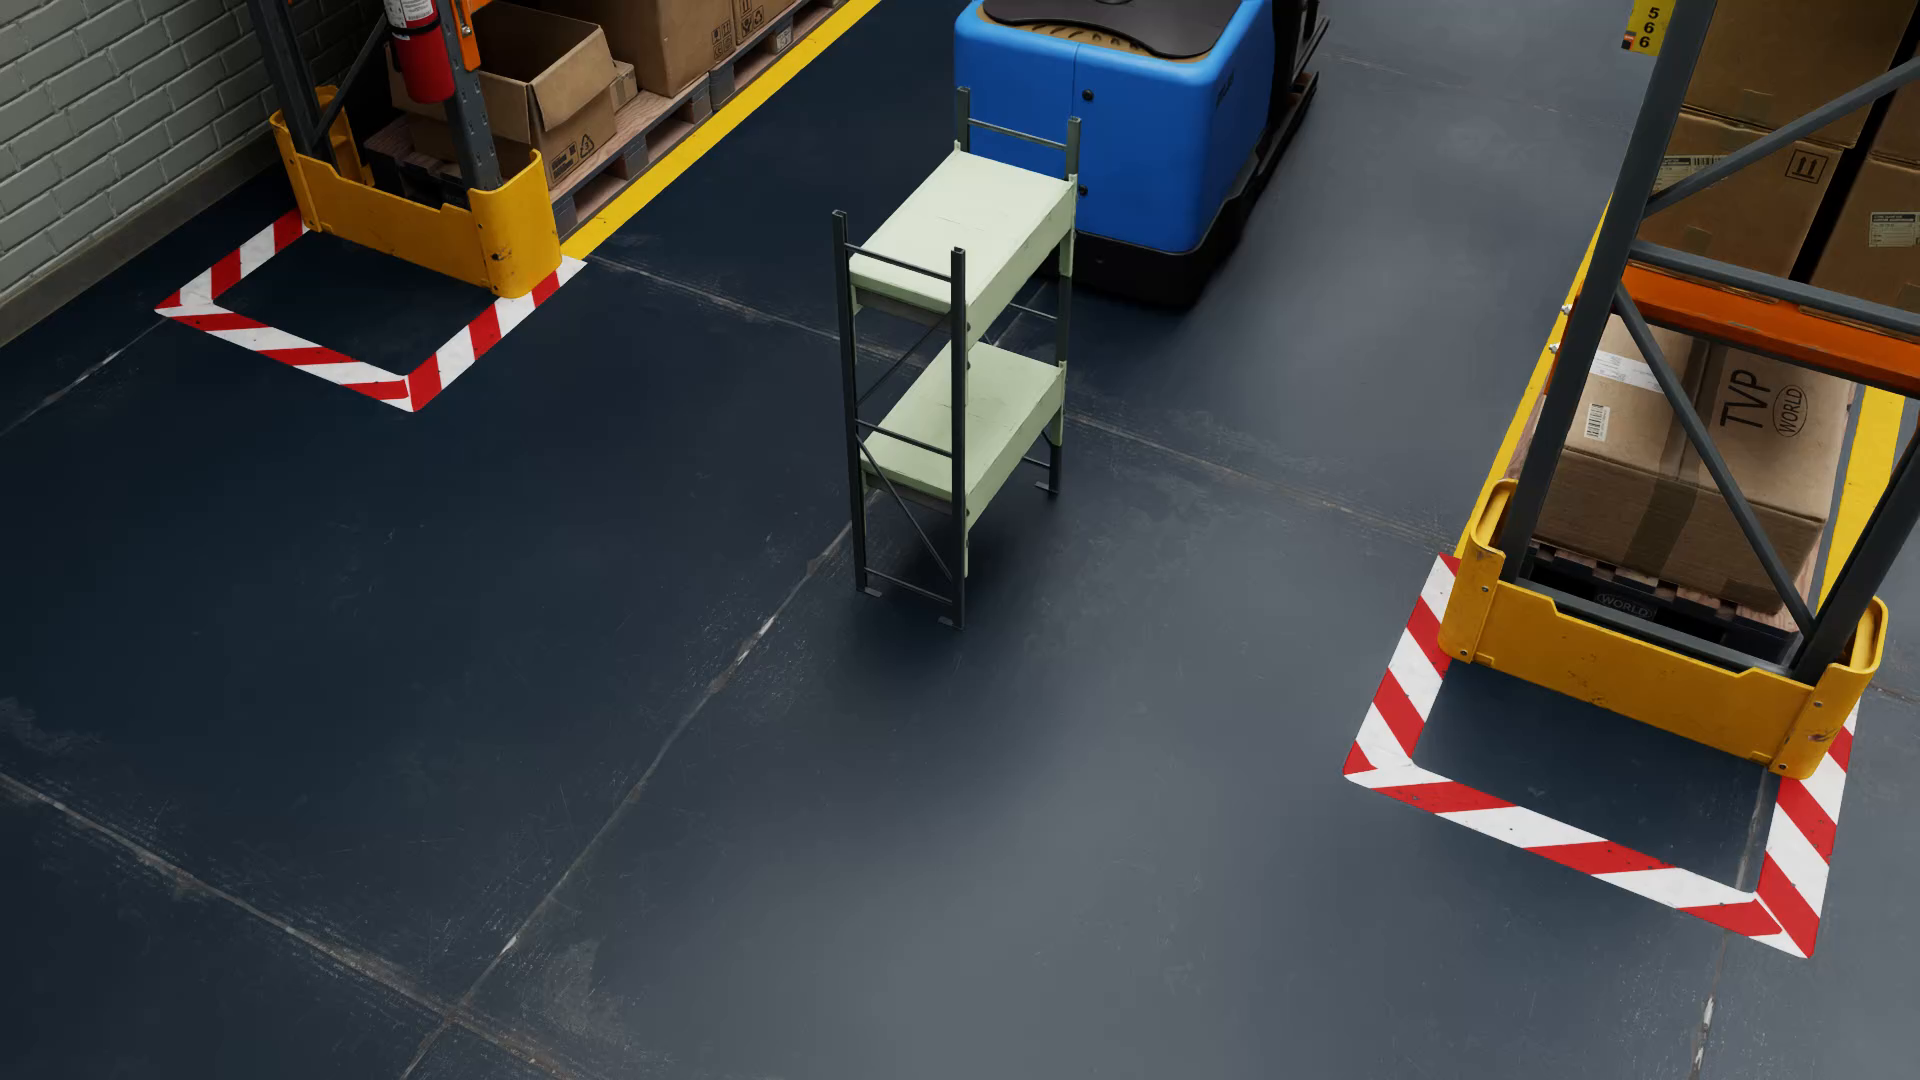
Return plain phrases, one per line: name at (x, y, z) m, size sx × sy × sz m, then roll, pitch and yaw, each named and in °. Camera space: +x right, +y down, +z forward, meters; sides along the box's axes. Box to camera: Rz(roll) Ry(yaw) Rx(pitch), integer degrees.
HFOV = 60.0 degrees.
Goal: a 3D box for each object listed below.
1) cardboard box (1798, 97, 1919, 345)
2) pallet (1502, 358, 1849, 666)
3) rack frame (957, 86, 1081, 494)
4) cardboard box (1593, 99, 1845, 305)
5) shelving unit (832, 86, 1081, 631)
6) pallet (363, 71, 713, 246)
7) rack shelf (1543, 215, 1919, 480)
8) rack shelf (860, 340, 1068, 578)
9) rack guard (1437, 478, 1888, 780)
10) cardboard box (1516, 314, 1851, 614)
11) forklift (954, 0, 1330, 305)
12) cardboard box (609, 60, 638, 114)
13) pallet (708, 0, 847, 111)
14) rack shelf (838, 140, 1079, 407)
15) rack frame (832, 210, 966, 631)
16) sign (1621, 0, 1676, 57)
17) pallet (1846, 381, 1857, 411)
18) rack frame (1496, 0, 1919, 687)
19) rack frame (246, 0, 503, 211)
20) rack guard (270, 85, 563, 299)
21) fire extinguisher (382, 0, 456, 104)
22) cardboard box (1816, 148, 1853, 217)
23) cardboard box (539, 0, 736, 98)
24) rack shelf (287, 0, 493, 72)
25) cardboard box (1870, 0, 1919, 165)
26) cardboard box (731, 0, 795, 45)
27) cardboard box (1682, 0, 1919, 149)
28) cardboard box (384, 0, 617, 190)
cardboard box at (2.618, -0.871, 4.431) m, size 0.500 × 0.500 × 0.500 m, roll 20°, pitch 49°, yaw 19°
pallet at (2.443, -0.177, 5.777) m, size 1.003 × 0.211 × 1.213 m, roll 20°, pitch 49°, yaw 19°
rack frame at (0.173, -0.762, 5.449) m, size 0.400 × 1.500 × 0.023 m, roll 20°, pitch 49°, yaw 19°
cardboard box at (2.130, -1.054, 4.613) m, size 0.500 × 0.500 × 0.500 m, roll 21°, pitch 49°, yaw 19°
shelving unit at (0.003, -0.531, 5.221) m, size 0.431 × 1.500 × 0.755 m, roll 20°, pitch 49°, yaw 19°
pallet at (-1.853, -1.834, 7.415) m, size 1.003 × 0.211 × 1.213 m, roll 20°, pitch 49°, yaw 19°
rack shelf at (3.069, -1.635, 5.763) m, size 1.077 × 0.370 × 4.000 m, roll 20°, pitch 49°, yaw 19°
rack shelf at (0.003, -0.302, 5.453) m, size 0.431 × 0.370 × 0.720 m, roll 20°, pitch 49°, yaw 19°
rack guard at (2.130, 0.266, 5.136) m, size 1.175 × 0.500 × 0.348 m, roll 20°, pitch 49°, yaw 19°
cardboard box at (2.359, -0.324, 5.467) m, size 0.875 × 0.438 × 0.875 m, roll 19°, pitch 48°, yaw 18°
forklift at (1.012, -3.020, 6.674) m, size 1.130 × 2.935 × 3.031 m, roll 17°, pitch 48°, yaw 16°
cardboard box at (-1.658, -2.019, 7.345) m, size 0.380 × 0.149 × 0.250 m, roll 19°, pitch 48°, yaw 18°
pallet at (-1.285, -2.600, 8.171) m, size 1.003 × 0.211 × 1.213 m, roll 20°, pitch 49°, yaw 19°
rack shelf at (0.003, -0.806, 4.943) m, size 0.431 × 0.370 × 0.720 m, roll 20°, pitch 49°, yaw 19°
rack frame at (-0.167, -0.301, 4.993) m, size 0.400 × 1.500 × 0.023 m, roll 20°, pitch 49°, yaw 19°
sign at (1.667, -1.306, 3.951) m, size 0.100 × 0.325 × 0.005 m, roll 20°, pitch 49°, yaw 19°
pallet at (3.010, -0.943, 6.533) m, size 1.003 × 0.211 × 1.213 m, roll 20°, pitch 49°, yaw 19°
rack frame at (2.141, -0.628, 4.261) m, size 1.000 × 3.000 × 0.127 m, roll 20°, pitch 49°, yaw 19°
rack frame at (-2.257, -2.264, 5.879) m, size 1.000 × 3.000 × 0.127 m, roll 20°, pitch 49°, yaw 19°
rack guard at (-2.222, -1.433, 6.815) m, size 1.175 × 0.500 × 0.348 m, roll 20°, pitch 49°, yaw 19°
fire extinguisher at (-1.916, -1.861, 5.797) m, size 0.296 × 0.674 × 0.183 m, roll 20°, pitch 49°, yaw 19°
cardboard box at (2.828, -1.198, 4.755) m, size 0.500 × 0.500 × 0.500 m, roll 20°, pitch 49°, yaw 19°
cardboard box at (-1.458, -2.413, 7.488) m, size 0.700 × 0.500 × 0.500 m, roll 22°, pitch 49°, yaw 21°
rack shelf at (-1.329, -3.271, 7.380) m, size 1.077 × 0.370 × 4.000 m, roll 20°, pitch 49°, yaw 19°
cardboard box at (2.616, -1.223, 4.076) m, size 0.500 × 0.500 × 0.500 m, roll 19°, pitch 48°, yaw 18°
cardboard box at (-1.124, -2.713, 7.784) m, size 0.500 × 0.500 × 0.500 m, roll 21°, pitch 49°, yaw 20°
cardboard box at (2.154, -1.397, 4.248) m, size 0.500 × 0.500 × 0.500 m, roll 22°, pitch 49°, yaw 20°
cardboard box at (-1.889, -1.888, 6.967) m, size 0.797 × 0.503 × 0.637 m, roll 19°, pitch 48°, yaw 18°
